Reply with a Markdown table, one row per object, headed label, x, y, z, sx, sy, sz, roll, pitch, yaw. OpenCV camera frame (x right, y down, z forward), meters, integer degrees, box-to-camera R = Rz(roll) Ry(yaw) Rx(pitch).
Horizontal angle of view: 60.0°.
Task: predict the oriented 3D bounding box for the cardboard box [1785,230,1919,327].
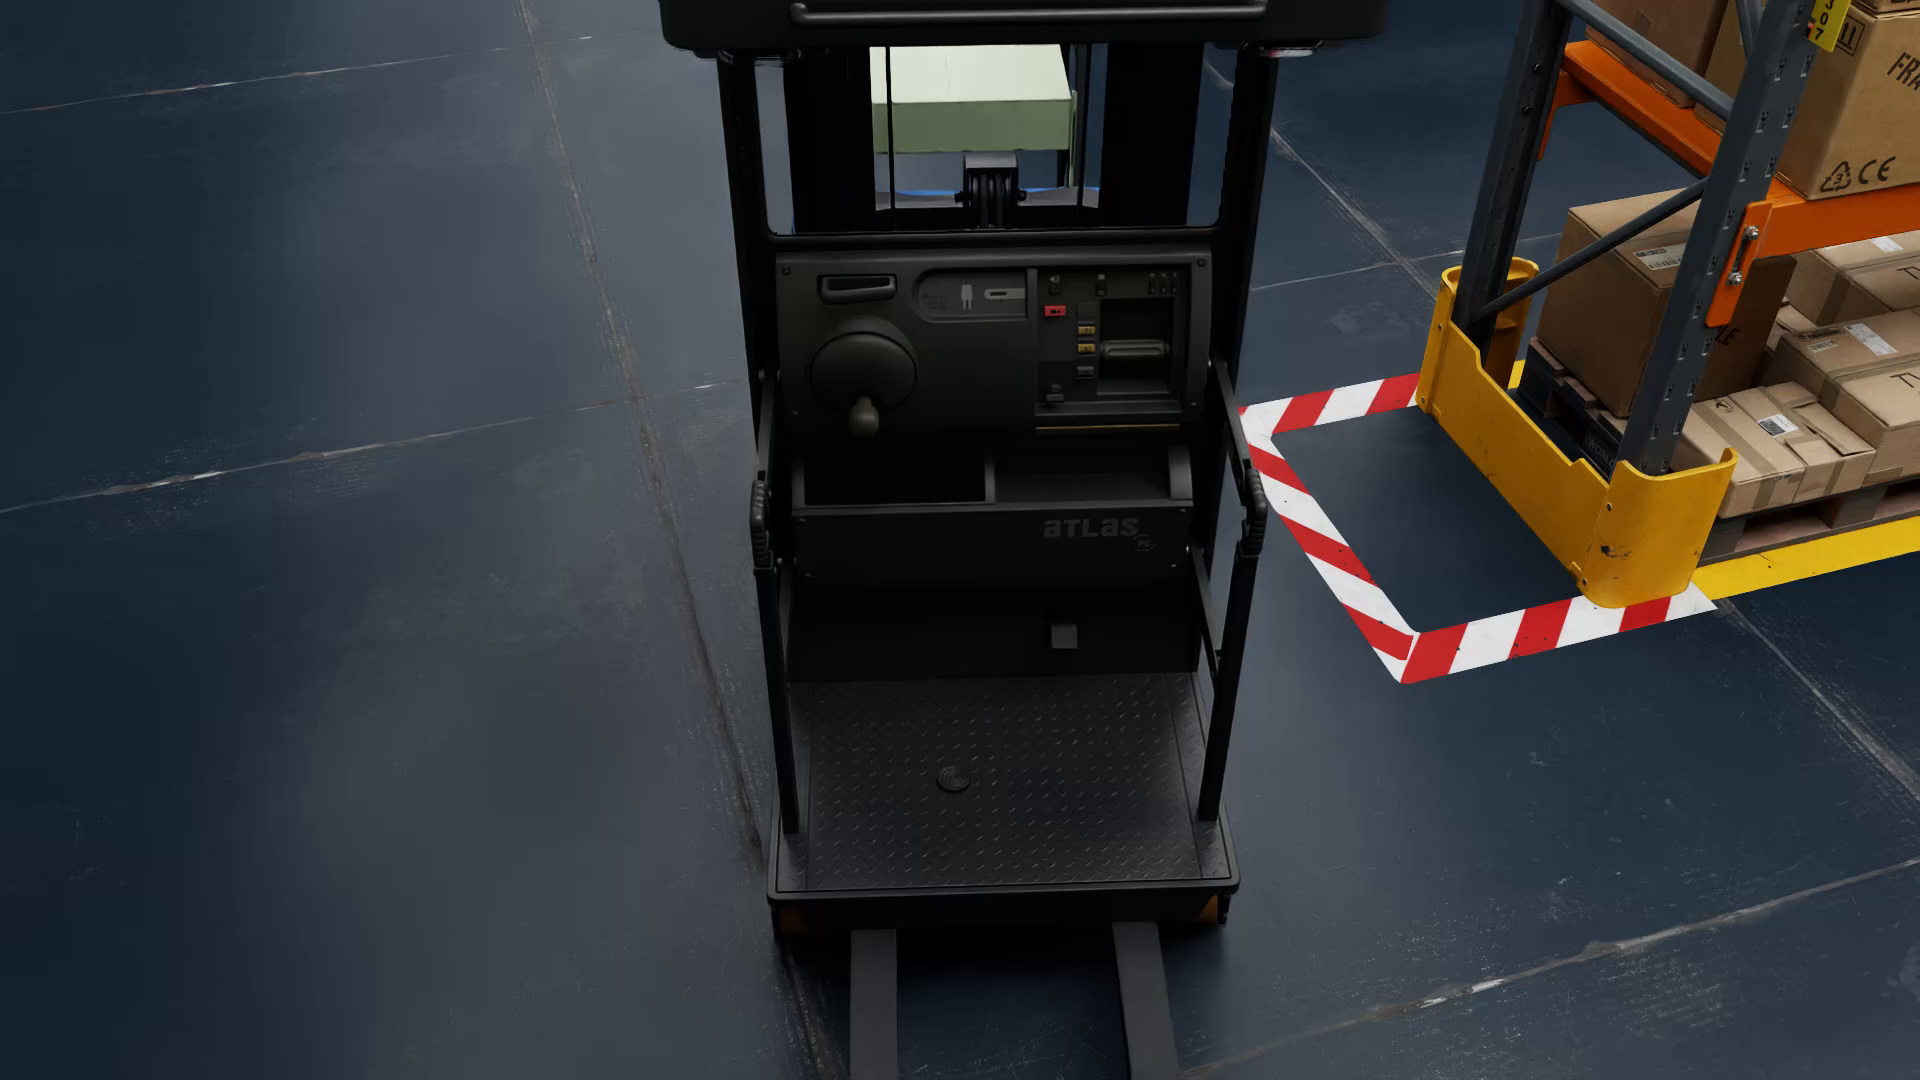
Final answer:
| label | x | y | z | sx | sy | sz | roll | pitch | yaw |
| --- | --- | --- | --- | --- | --- | --- | --- | --- | --- |
| cardboard box | 3.199 | -0.858 | 5.708 | 0.500 | 0.250 | 0.500 | -12 | 42 | -13 |

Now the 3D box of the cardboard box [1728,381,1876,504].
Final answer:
| label | x | y | z | sx | sy | sz | roll | pitch | yaw |
| --- | --- | --- | --- | --- | --- | --- | --- | --- | --- |
| cardboard box | 2.581 | -0.312 | 5.146 | 0.250 | 0.166 | 0.380 | -12 | 42 | -13 |

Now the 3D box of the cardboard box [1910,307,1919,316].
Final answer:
| label | x | y | z | sx | sy | sz | roll | pitch | yaw |
| --- | --- | --- | --- | --- | --- | --- | --- | --- | --- |
| cardboard box | 3.397 | -0.554 | 5.360 | 0.500 | 0.250 | 0.500 | -12 | 42 | -13 |

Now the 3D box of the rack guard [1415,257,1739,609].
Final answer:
| label | x | y | z | sx | sy | sz | roll | pitch | yaw |
| --- | --- | --- | --- | --- | --- | --- | --- | --- | --- |
| rack guard | 1.912 | -0.370 | 5.294 | 0.348 | 0.500 | 1.175 | -12 | 42 | -13 |

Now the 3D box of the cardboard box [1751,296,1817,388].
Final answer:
| label | x | y | z | sx | sy | sz | roll | pitch | yaw |
| --- | --- | --- | --- | --- | --- | --- | --- | --- | --- |
| cardboard box | 2.698 | -0.681 | 5.569 | 0.250 | 0.166 | 0.380 | -12 | 42 | -13 |

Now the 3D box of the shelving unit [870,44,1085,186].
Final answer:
| label | x | y | z | sx | sy | sz | roll | pitch | yaw |
| --- | --- | --- | --- | --- | --- | --- | --- | --- | --- |
| shelving unit | -0.039 | -0.958 | 5.207 | 0.755 | 1.500 | 0.431 | -2 | 41 | -2 |

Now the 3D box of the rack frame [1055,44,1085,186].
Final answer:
| label | x | y | z | sx | sy | sz | roll | pitch | yaw |
| --- | --- | --- | --- | --- | --- | --- | --- | --- | --- |
| rack frame | 0.327 | -0.970 | 5.220 | 0.023 | 1.500 | 0.400 | -2 | 41 | -2 |

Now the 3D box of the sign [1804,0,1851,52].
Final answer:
| label | x | y | z | sx | sy | sz | roll | pitch | yaw |
| --- | --- | --- | --- | --- | --- | --- | --- | --- | --- |
| sign | 2.003 | -1.282 | 3.780 | 0.005 | 0.325 | 0.100 | -12 | 42 | -13 |

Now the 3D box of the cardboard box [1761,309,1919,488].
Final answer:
| label | x | y | z | sx | sy | sz | roll | pitch | yaw |
| --- | --- | --- | --- | --- | --- | --- | --- | --- | --- |
| cardboard box | 2.920 | -0.455 | 5.247 | 0.500 | 0.250 | 0.500 | -12 | 42 | -13 |

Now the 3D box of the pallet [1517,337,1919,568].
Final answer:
| label | x | y | z | sx | sy | sz | roll | pitch | yaw |
| --- | --- | --- | --- | --- | --- | --- | --- | --- | --- |
| pallet | 2.672 | -0.420 | 5.570 | 1.213 | 0.211 | 1.003 | -12 | 42 | -13 |

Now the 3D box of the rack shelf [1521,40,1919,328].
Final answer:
| label | x | y | z | sx | sy | sz | roll | pitch | yaw |
| --- | --- | --- | --- | --- | --- | --- | --- | --- | --- |
| rack shelf | 3.747 | -1.421 | 5.143 | 4.000 | 0.370 | 1.077 | -12 | 42 | -13 |

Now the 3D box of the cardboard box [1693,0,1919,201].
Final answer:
| label | x | y | z | sx | sy | sz | roll | pitch | yaw |
| --- | --- | --- | --- | --- | --- | --- | --- | --- | --- |
| cardboard box | 2.342 | -1.257 | 4.332 | 0.500 | 0.500 | 0.500 | -11 | 42 | -12 |

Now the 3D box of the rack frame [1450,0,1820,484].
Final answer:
| label | x | y | z | sx | sy | sz | roll | pitch | yaw |
| --- | --- | --- | --- | --- | --- | --- | --- | --- | --- |
| rack frame | 1.840 | -1.297 | 4.454 | 0.127 | 3.000 | 1.000 | -12 | 42 | -13 |

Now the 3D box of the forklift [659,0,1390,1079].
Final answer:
| label | x | y | z | sx | sy | sz | roll | pitch | yaw |
| --- | --- | --- | --- | --- | --- | --- | --- | --- | --- |
| forklift | 0.085 | -0.345 | 3.417 | 1.130 | 2.935 | 3.031 | -1 | 41 | -2 |

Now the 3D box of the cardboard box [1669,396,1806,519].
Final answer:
| label | x | y | z | sx | sy | sz | roll | pitch | yaw |
| --- | --- | --- | --- | --- | --- | --- | --- | --- | --- |
| cardboard box | 2.342 | -0.256 | 5.095 | 0.250 | 0.149 | 0.380 | -12 | 42 | -13 |

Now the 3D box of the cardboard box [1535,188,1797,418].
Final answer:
| label | x | y | z | sx | sy | sz | roll | pitch | yaw |
| --- | --- | --- | --- | --- | --- | --- | --- | --- | --- |
| cardboard box | 2.284 | -0.783 | 5.432 | 0.500 | 0.500 | 0.500 | -12 | 42 | -13 |

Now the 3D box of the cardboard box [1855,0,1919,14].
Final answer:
| label | x | y | z | sx | sy | sz | roll | pitch | yaw |
| --- | --- | --- | --- | --- | --- | --- | --- | --- | --- |
| cardboard box | 2.342 | -1.633 | 4.004 | 0.500 | 0.500 | 0.500 | -10 | 42 | -12 |

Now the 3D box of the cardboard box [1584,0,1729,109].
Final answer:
| label | x | y | z | sx | sy | sz | roll | pitch | yaw |
| --- | --- | --- | --- | --- | --- | --- | --- | --- | --- |
| cardboard box | 2.185 | -1.594 | 4.718 | 0.500 | 0.500 | 0.500 | -10 | 42 | -12 |

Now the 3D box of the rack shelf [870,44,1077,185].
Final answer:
| label | x | y | z | sx | sy | sz | roll | pitch | yaw |
| --- | --- | --- | --- | --- | --- | --- | --- | --- | --- |
| rack shelf | -0.039 | -1.252 | 4.950 | 0.720 | 0.370 | 0.431 | -2 | 41 | -2 |
